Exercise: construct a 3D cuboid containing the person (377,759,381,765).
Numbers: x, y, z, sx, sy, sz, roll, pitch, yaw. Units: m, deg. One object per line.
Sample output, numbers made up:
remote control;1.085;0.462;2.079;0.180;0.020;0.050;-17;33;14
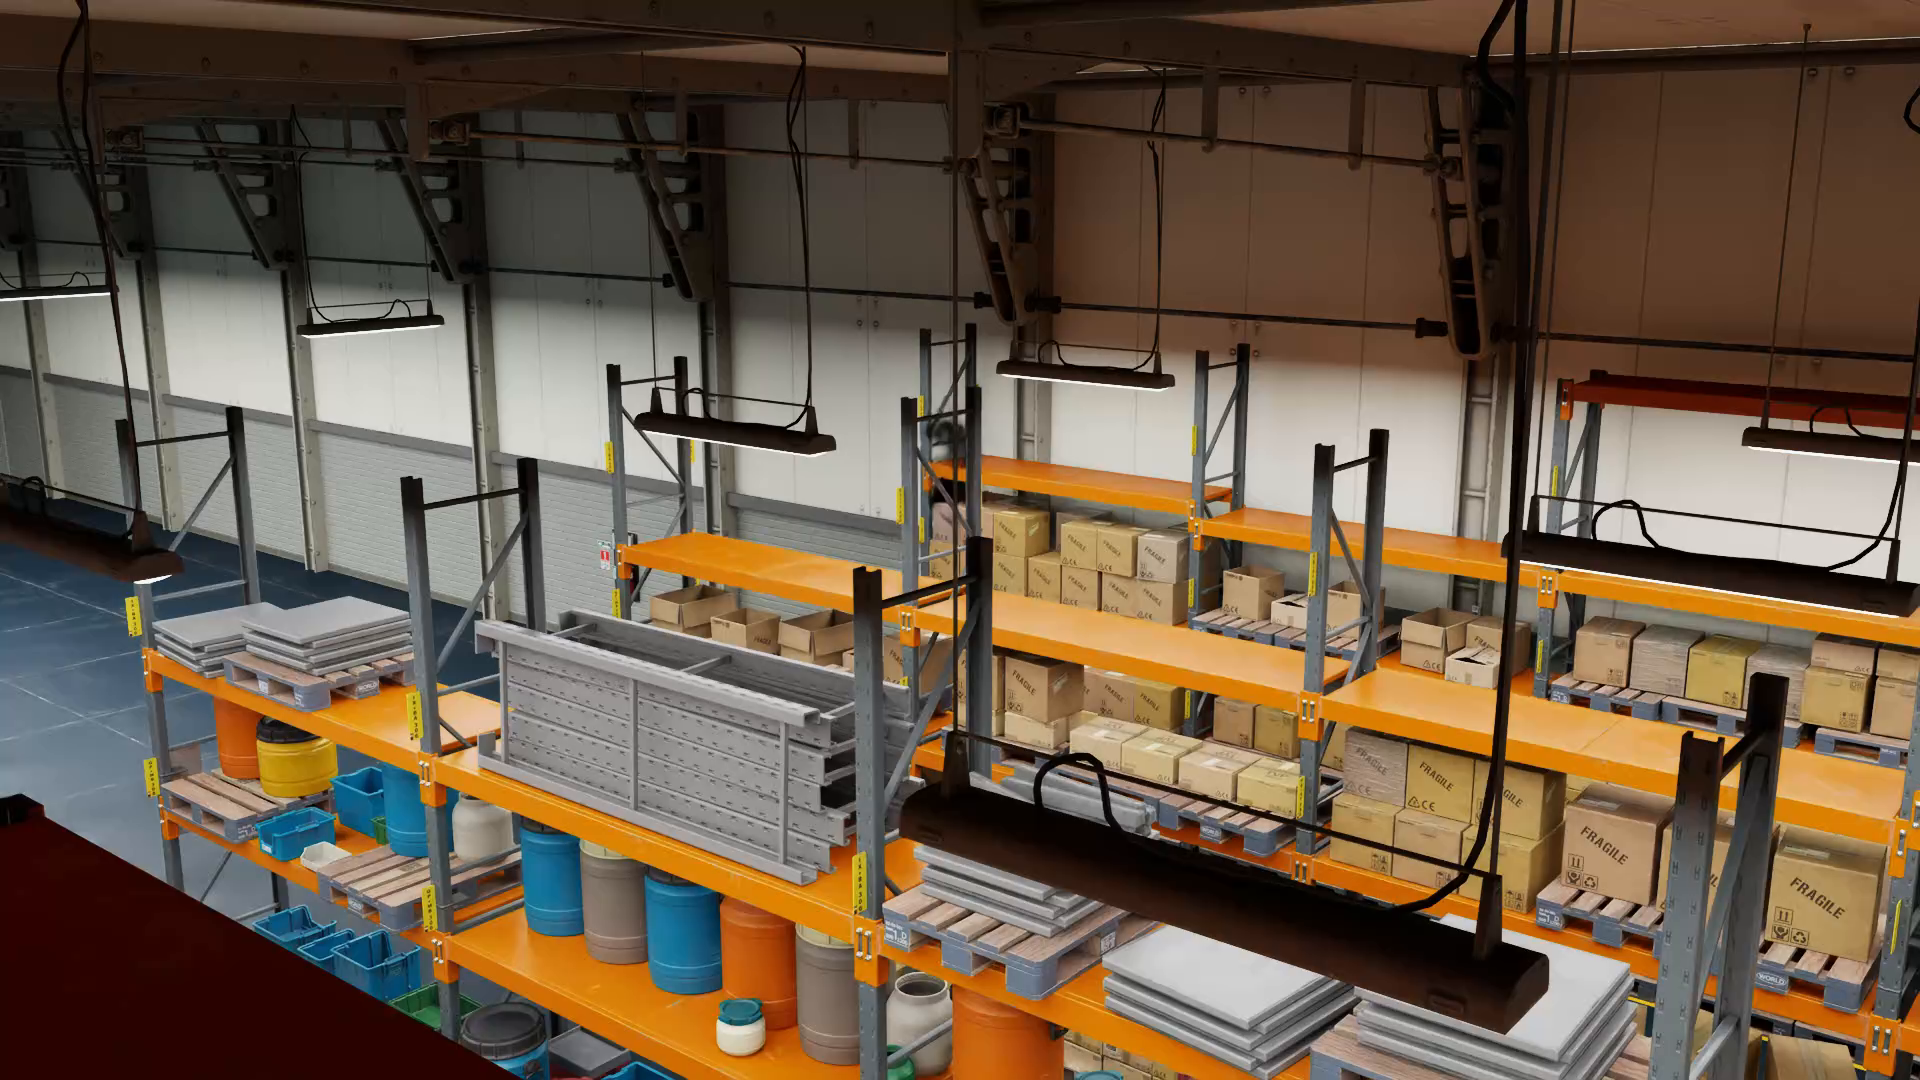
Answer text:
person;-6.207;3.120;18.603;0.783;1.727;0.662;-4;13;-18
